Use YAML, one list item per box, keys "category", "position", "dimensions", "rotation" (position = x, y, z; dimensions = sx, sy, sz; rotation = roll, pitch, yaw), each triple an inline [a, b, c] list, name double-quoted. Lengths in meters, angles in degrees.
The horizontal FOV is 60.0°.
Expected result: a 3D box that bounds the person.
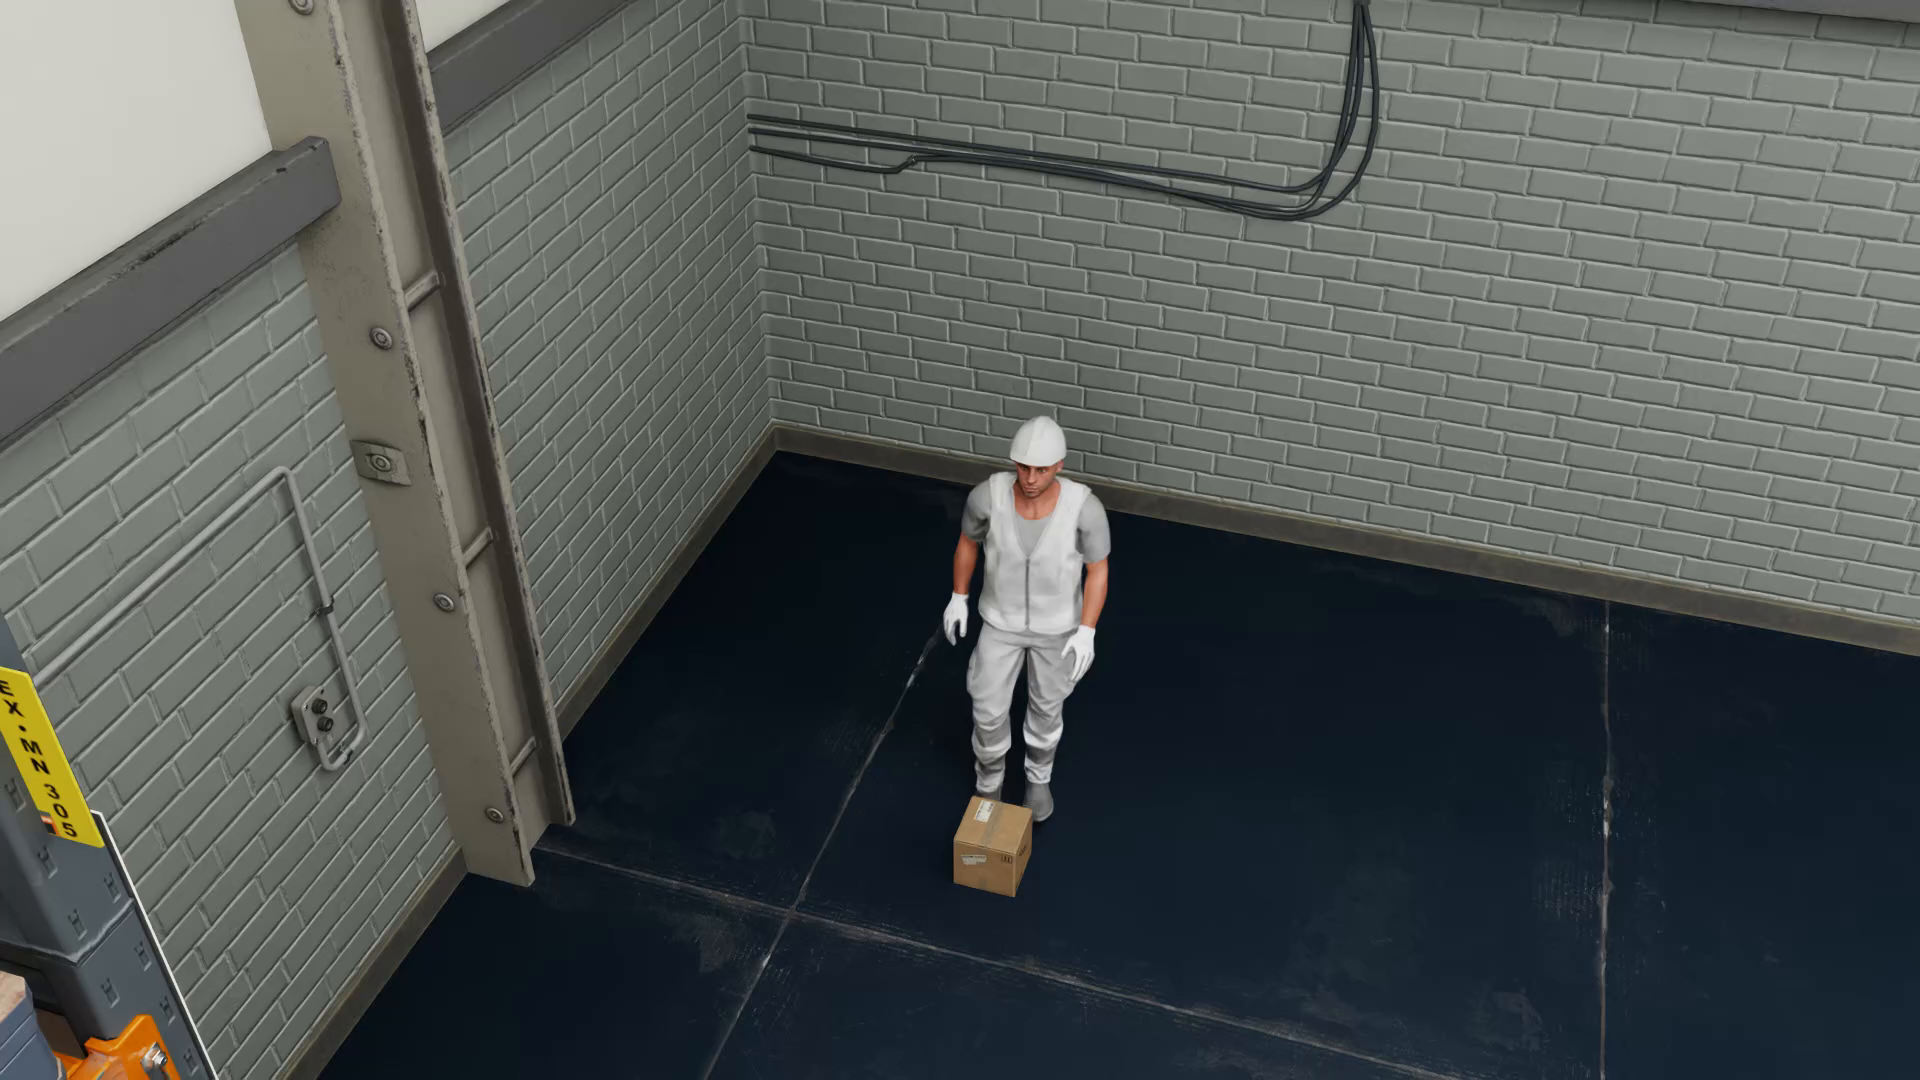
- category: "person"
  position: [0.242, 0.365, 6.430]
  dimensions: [0.635, 1.859, 0.462]
  rotation: [4, 37, 5]
